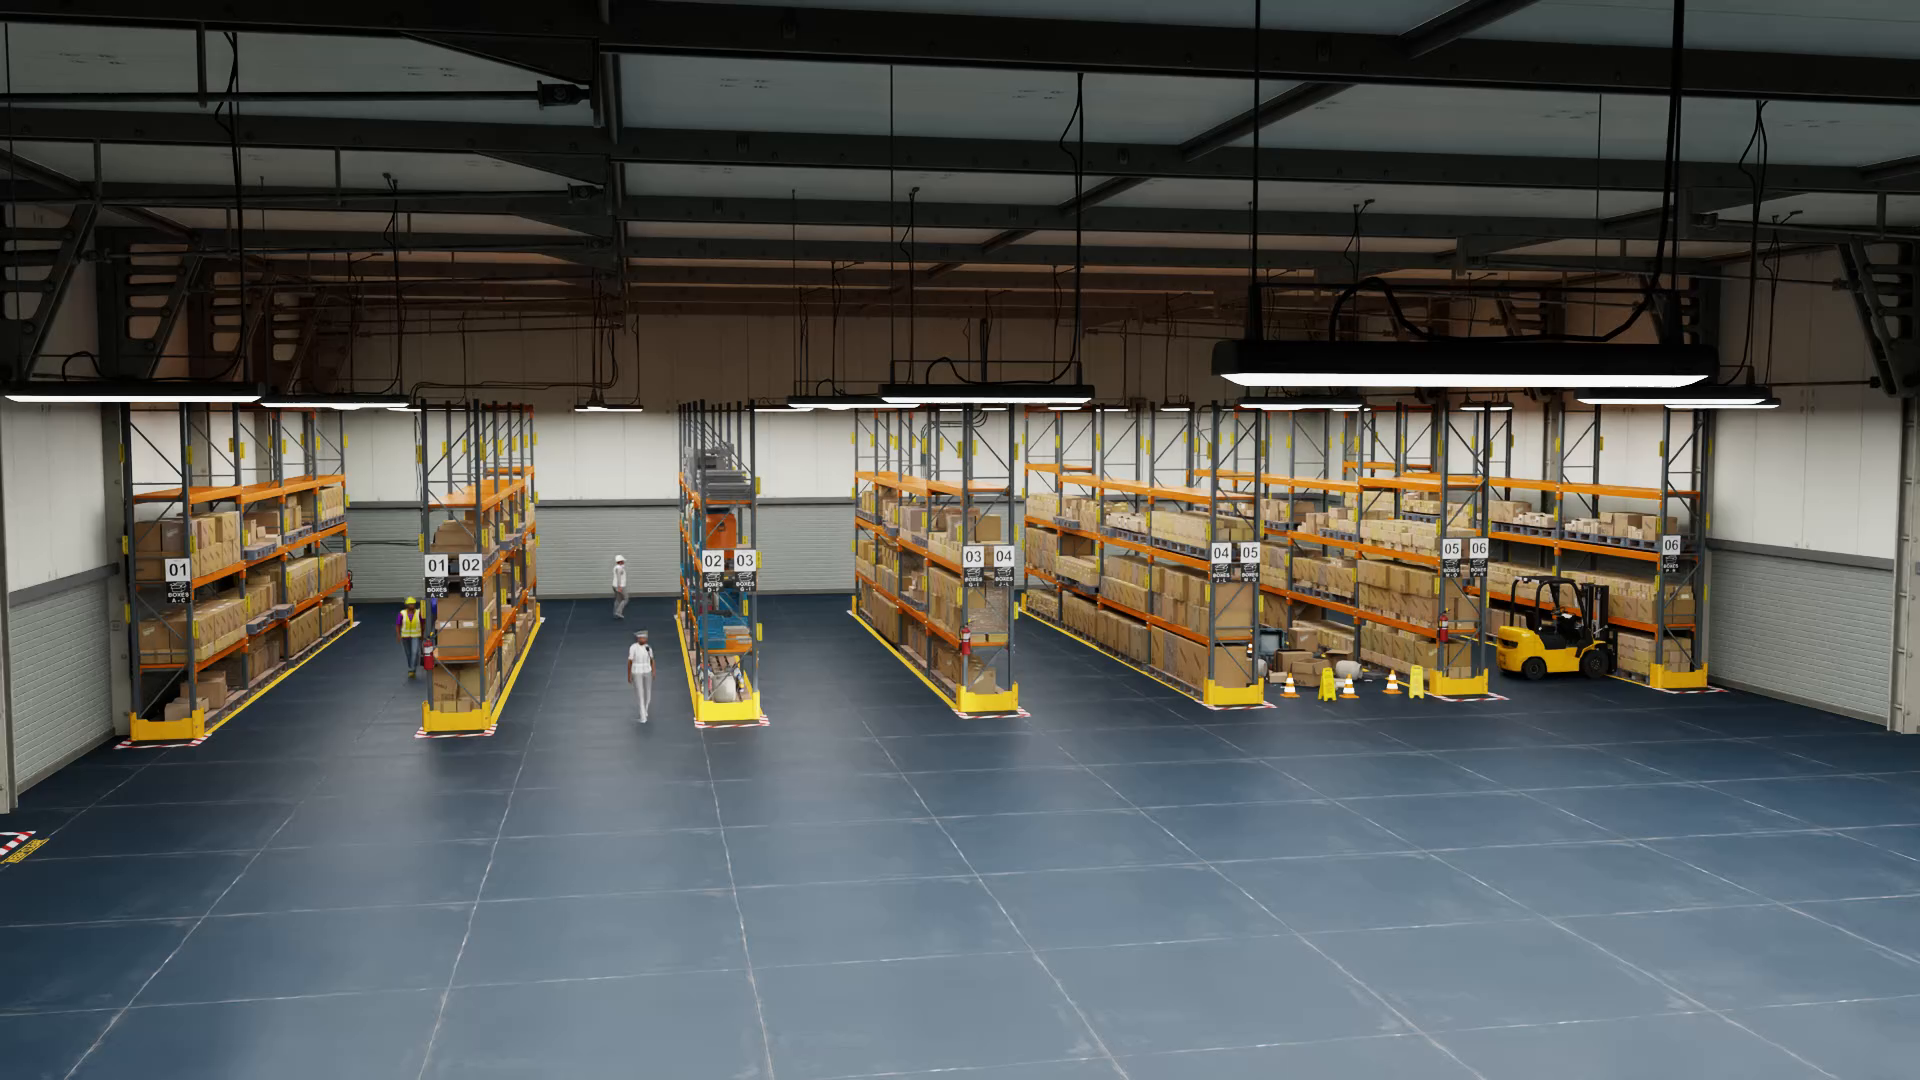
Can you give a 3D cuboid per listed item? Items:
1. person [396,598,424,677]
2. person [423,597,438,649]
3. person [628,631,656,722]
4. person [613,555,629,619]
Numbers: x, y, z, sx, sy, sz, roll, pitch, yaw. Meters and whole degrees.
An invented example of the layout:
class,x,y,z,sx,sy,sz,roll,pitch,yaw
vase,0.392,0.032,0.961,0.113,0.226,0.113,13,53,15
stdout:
class,x,y,z,sx,sy,sz,roll,pitch,yaw
person,-12.026,2.109,36.310,0.547,1.704,1.077,-1,4,-8
person,-12.667,1.890,39.981,0.533,1.594,1.012,-1,4,-13
person,-5.945,2.552,31.317,0.477,1.670,0.731,-3,5,-33
person,-9.545,1.317,46.712,0.418,1.784,0.568,-2,5,-23
